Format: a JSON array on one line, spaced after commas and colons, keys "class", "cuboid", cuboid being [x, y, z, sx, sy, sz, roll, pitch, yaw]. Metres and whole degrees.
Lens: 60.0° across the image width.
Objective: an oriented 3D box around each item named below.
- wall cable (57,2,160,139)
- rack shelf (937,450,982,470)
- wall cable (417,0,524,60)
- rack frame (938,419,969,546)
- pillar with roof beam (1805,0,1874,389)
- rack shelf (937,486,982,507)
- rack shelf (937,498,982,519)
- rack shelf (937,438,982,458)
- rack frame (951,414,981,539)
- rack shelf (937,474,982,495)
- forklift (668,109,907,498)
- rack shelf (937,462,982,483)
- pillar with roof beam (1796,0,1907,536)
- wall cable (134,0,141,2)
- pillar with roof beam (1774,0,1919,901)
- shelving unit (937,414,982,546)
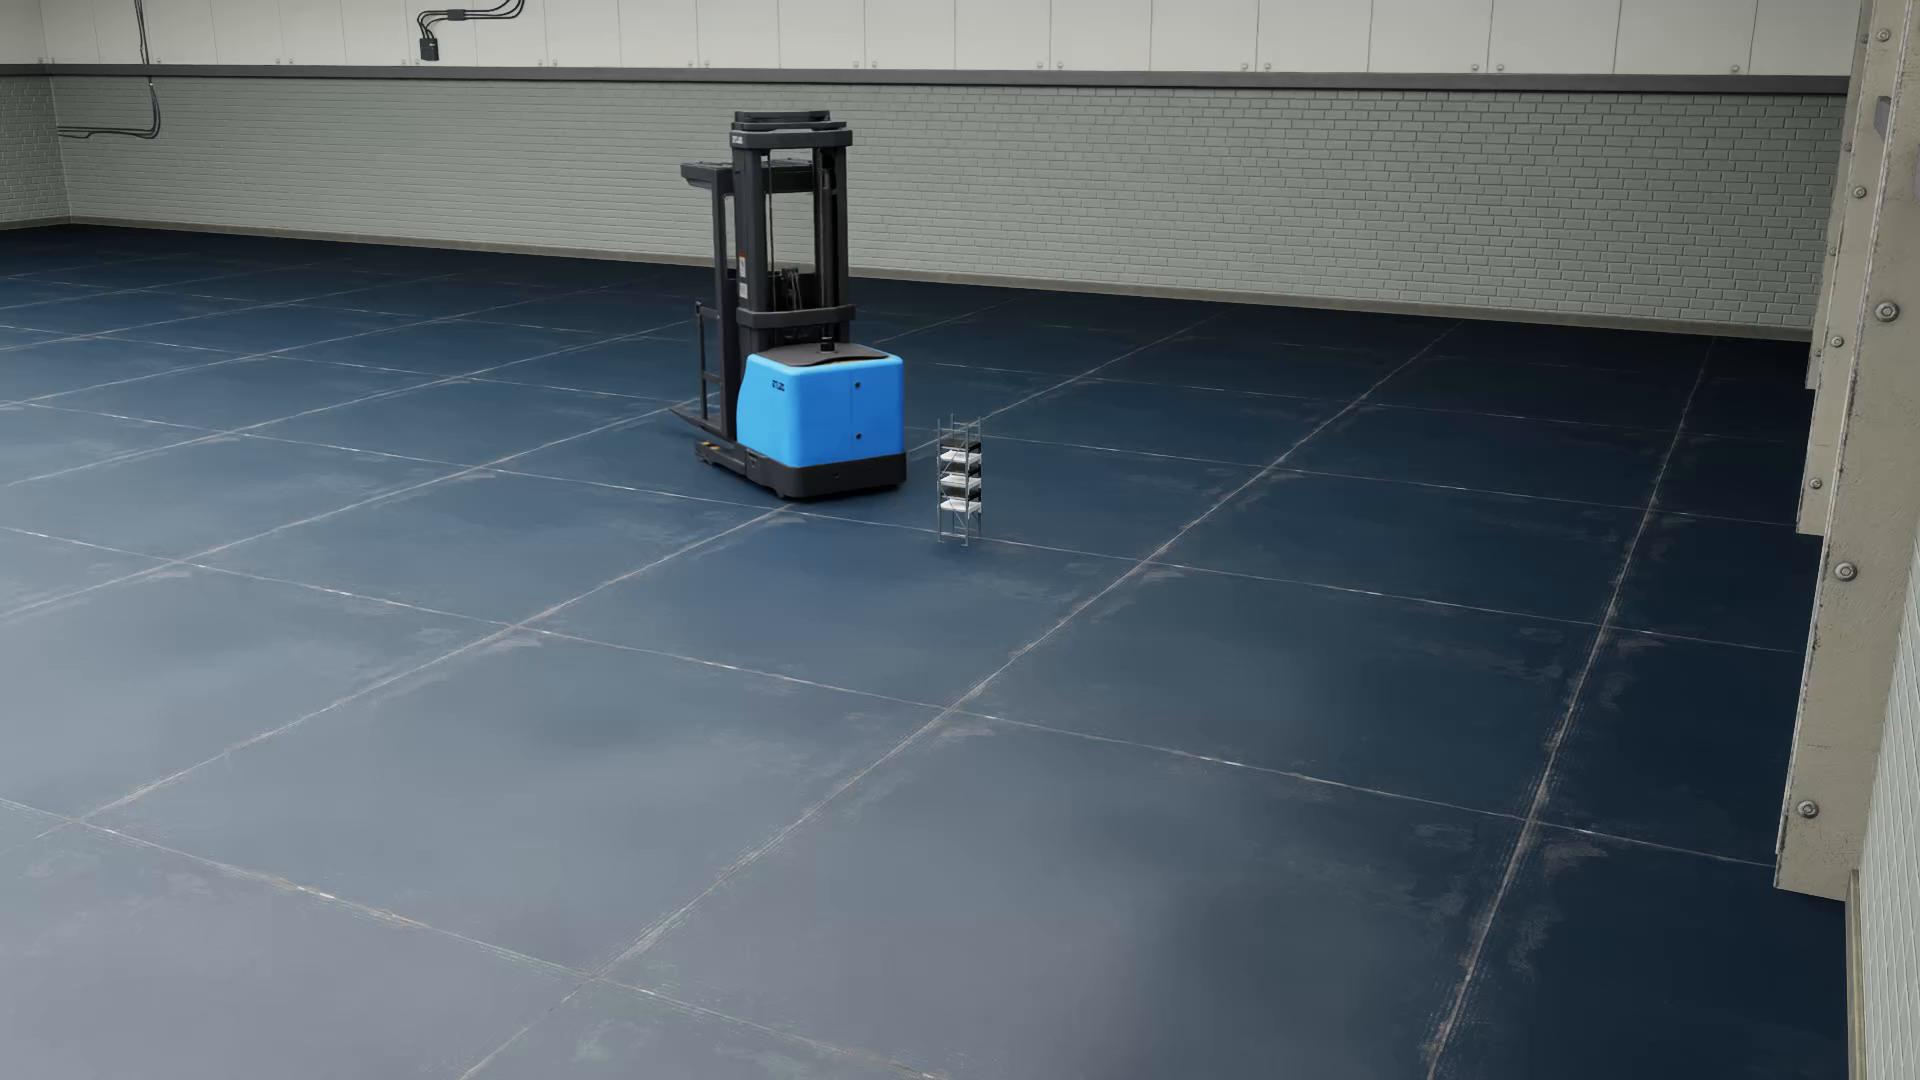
[{"class": "wall cable", "cuboid": [-16.638, -9.028, 32.068, 3.097, 2.526, 0.112, 8, 18, 25]}, {"class": "rack shelf", "cuboid": [-0.004, -0.570, 11.848, 0.258, 0.077, 0.200, 8, 18, 25]}, {"class": "wall cable", "cuboid": [-8.152, -10.935, 27.062, 2.305, 6.003, 0.169, 8, 18, 25]}, {"class": "rack frame", "cuboid": [-0.049, -0.403, 11.802, 0.240, 0.900, 0.006, 8, 18, 25]}, {"class": "pillar with roof beam", "cuboid": [5.192, -6.474, 18.017, 9.100, 9.000, 0.400, 8, 18, 25]}, {"class": "rack shelf", "cuboid": [-0.004, -0.311, 11.924, 0.258, 0.077, 0.200, 8, 18, 25]}, {"class": "rack shelf", "cuboid": [-0.004, -0.225, 11.950, 0.258, 0.077, 0.200, 8, 18, 25]}, {"class": "rack shelf", "cuboid": [-0.004, -0.656, 11.822, 0.258, 0.077, 0.200, 8, 18, 25]}, {"class": "rack frame", "cuboid": [0.042, -0.455, 11.976, 0.240, 0.900, 0.006, 8, 18, 25]}, {"class": "rack shelf", "cuboid": [-0.004, -0.397, 11.899, 0.258, 0.077, 0.200, 8, 18, 25]}, {"class": "forklift", "cuboid": [-1.625, -2.099, 13.945, 1.130, 2.935, 3.031, -10, 19, -30]}, {"class": "rack shelf", "cuboid": [-0.004, -0.484, 11.873, 0.258, 0.077, 0.200, 8, 18, 25]}, {"class": "pillar with roof beam", "cuboid": [2.511, -4.946, 12.872, 9.100, 9.000, 0.400, 8, 18, 25]}, {"class": "wall cable", "cuboid": [-14.217, -11.105, 30.190, 3.097, 2.526, 0.112, 8, 18, 25]}, {"class": "pillar with roof beam", "cuboid": [-0.170, -3.418, 7.726, 9.100, 9.000, 0.400, 8, 18, 25]}, {"class": "shelving unit", "cuboid": [-0.004, -0.429, 11.889, 0.258, 0.900, 0.210, 8, 18, 25]}]
